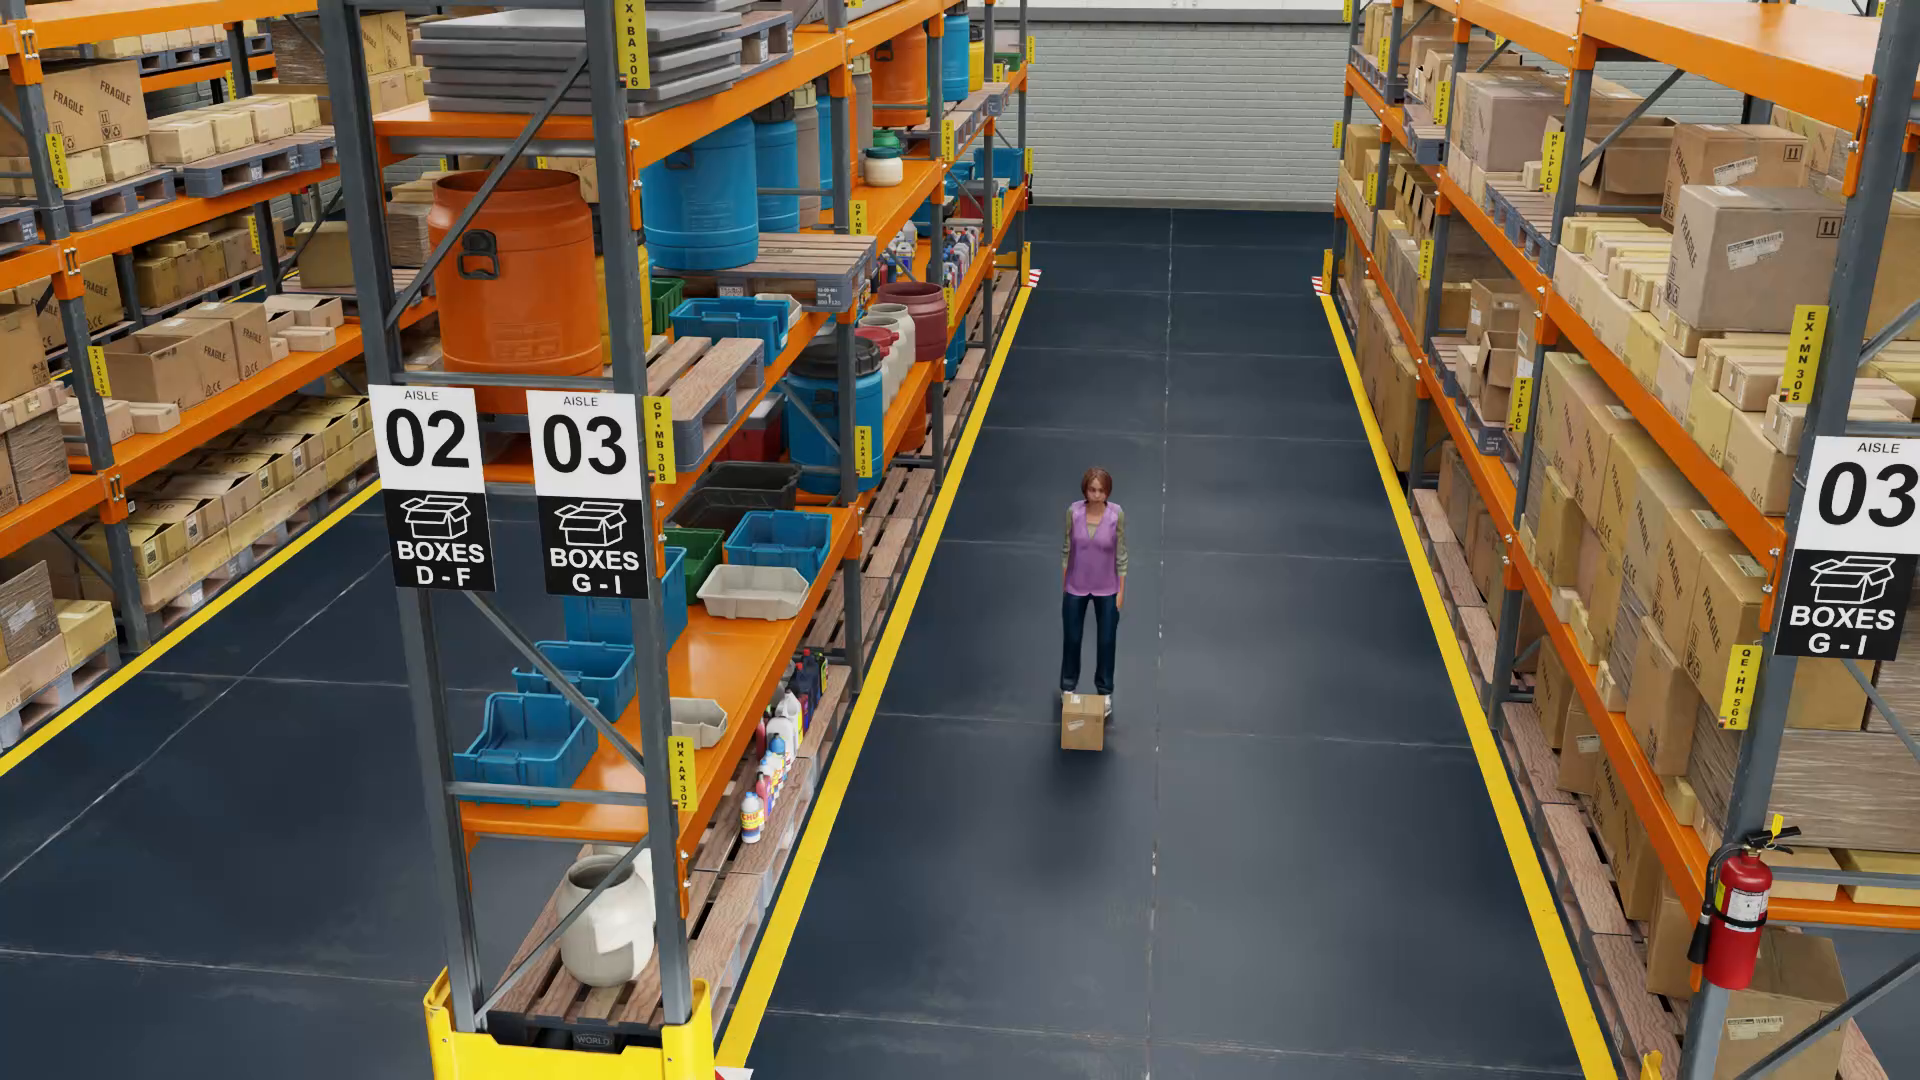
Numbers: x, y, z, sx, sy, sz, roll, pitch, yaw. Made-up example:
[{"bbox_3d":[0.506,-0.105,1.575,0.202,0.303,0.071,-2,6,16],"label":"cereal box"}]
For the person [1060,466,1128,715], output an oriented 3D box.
[{"bbox_3d":[0.828,0.330,10.314,0.409,1.622,0.349,3,22,8],"label":"person"}]
